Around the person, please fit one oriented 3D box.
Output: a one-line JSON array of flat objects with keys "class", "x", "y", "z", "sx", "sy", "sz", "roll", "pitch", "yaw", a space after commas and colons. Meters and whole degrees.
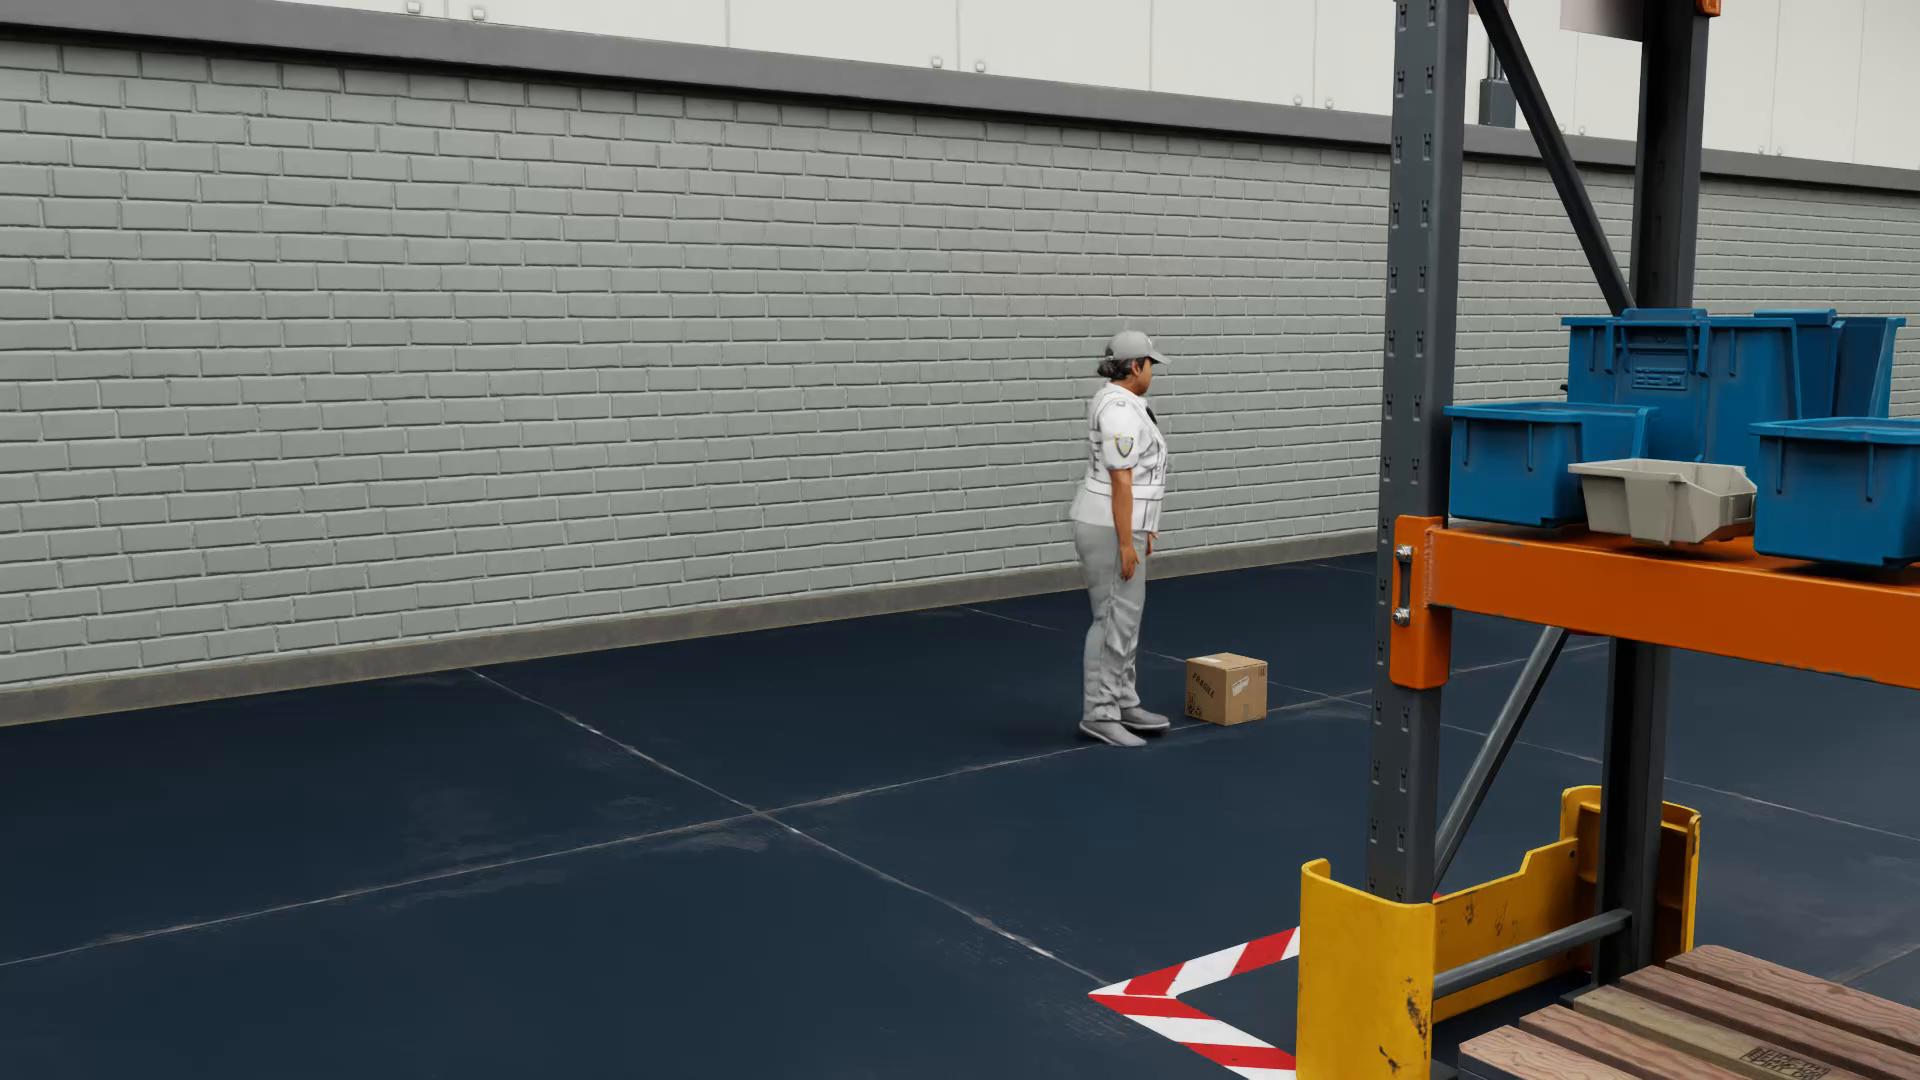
[{"class": "person", "x": 0.662, "y": -0.001, "z": 6.844, "sx": 0.427, "sy": 1.715, "sz": 0.491, "roll": 1, "pitch": 8, "yaw": 4}]
